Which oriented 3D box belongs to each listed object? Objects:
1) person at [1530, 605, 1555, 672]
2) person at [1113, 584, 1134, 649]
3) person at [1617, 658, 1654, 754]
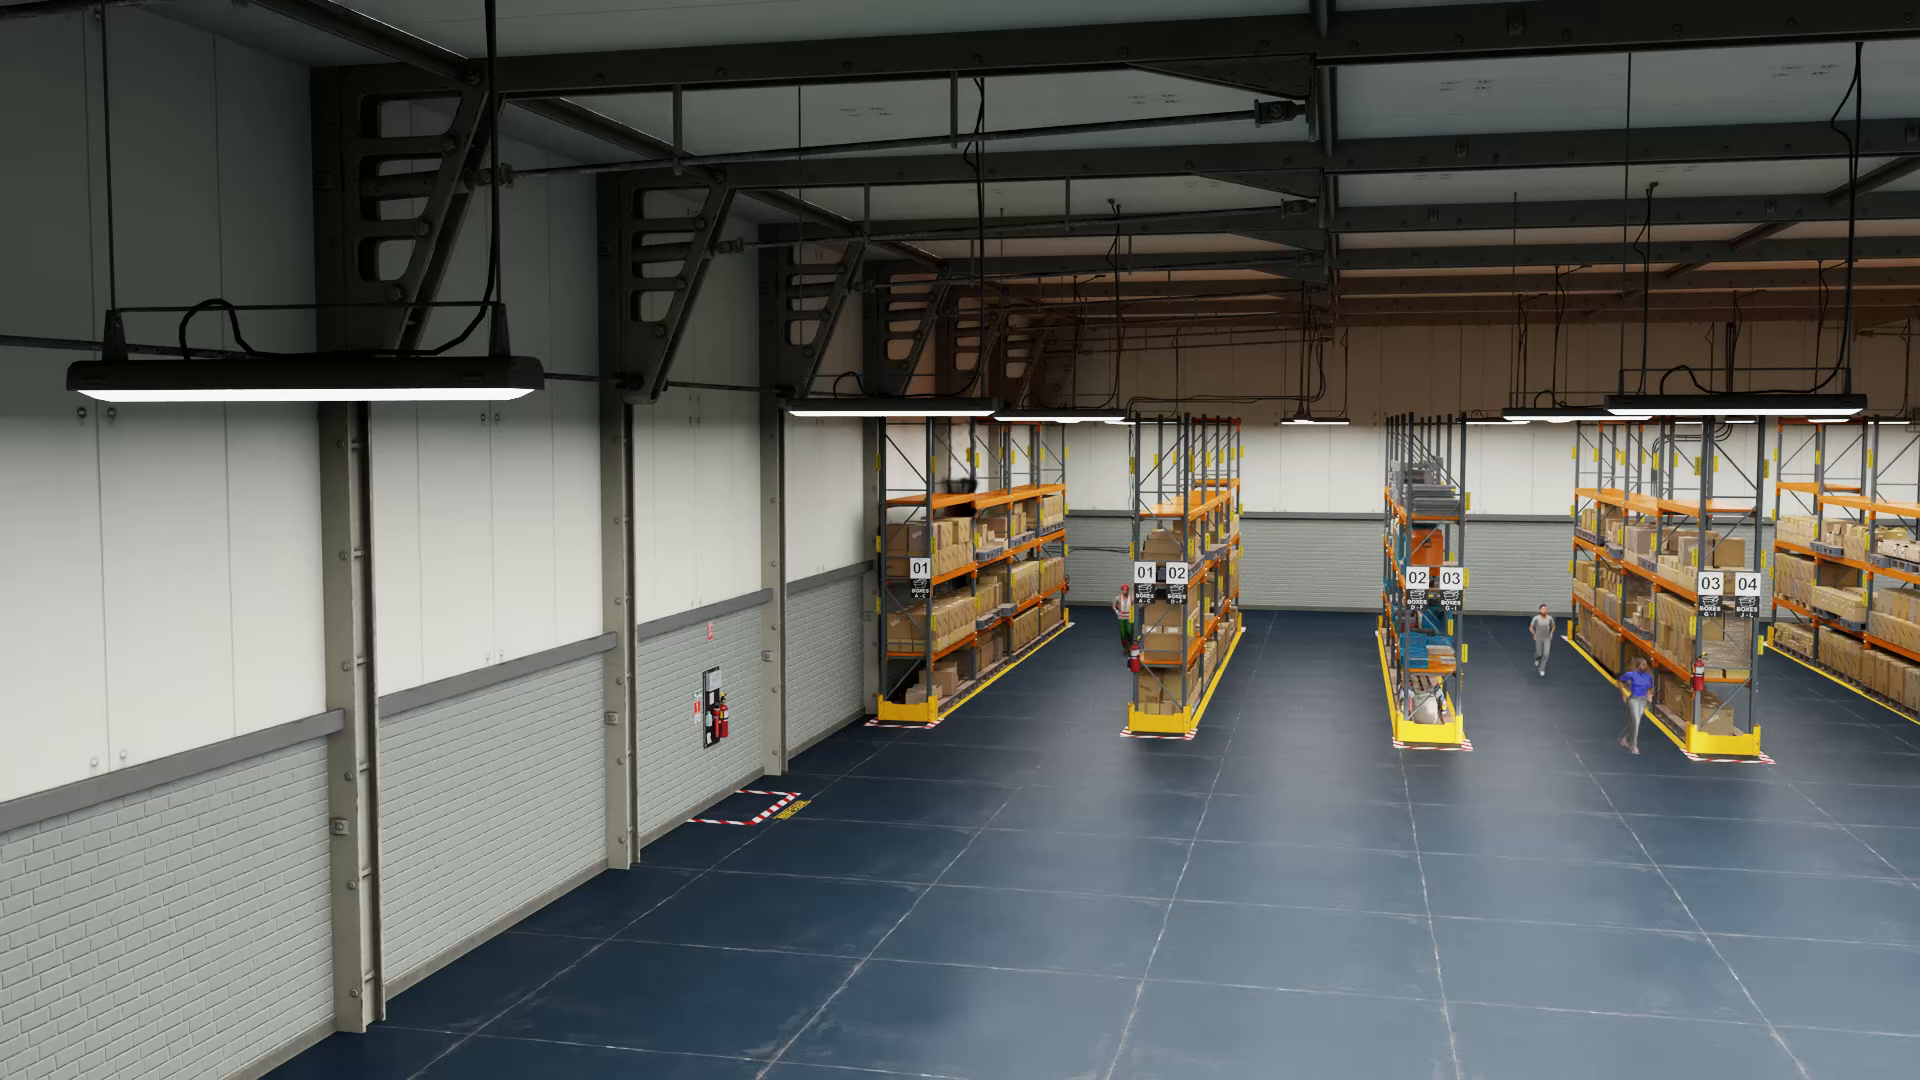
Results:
[{"bbox_3d":[13.548,2.274,38.658,0.578,1.562,0.556,0,4,7],"label":"person"},{"bbox_3d":[4.166,1.962,42.005,0.618,1.689,0.569,1,4,10],"label":"person"},{"bbox_3d":[11.991,2.938,29.504,0.588,1.713,0.765,-1,4,-12],"label":"person"}]
